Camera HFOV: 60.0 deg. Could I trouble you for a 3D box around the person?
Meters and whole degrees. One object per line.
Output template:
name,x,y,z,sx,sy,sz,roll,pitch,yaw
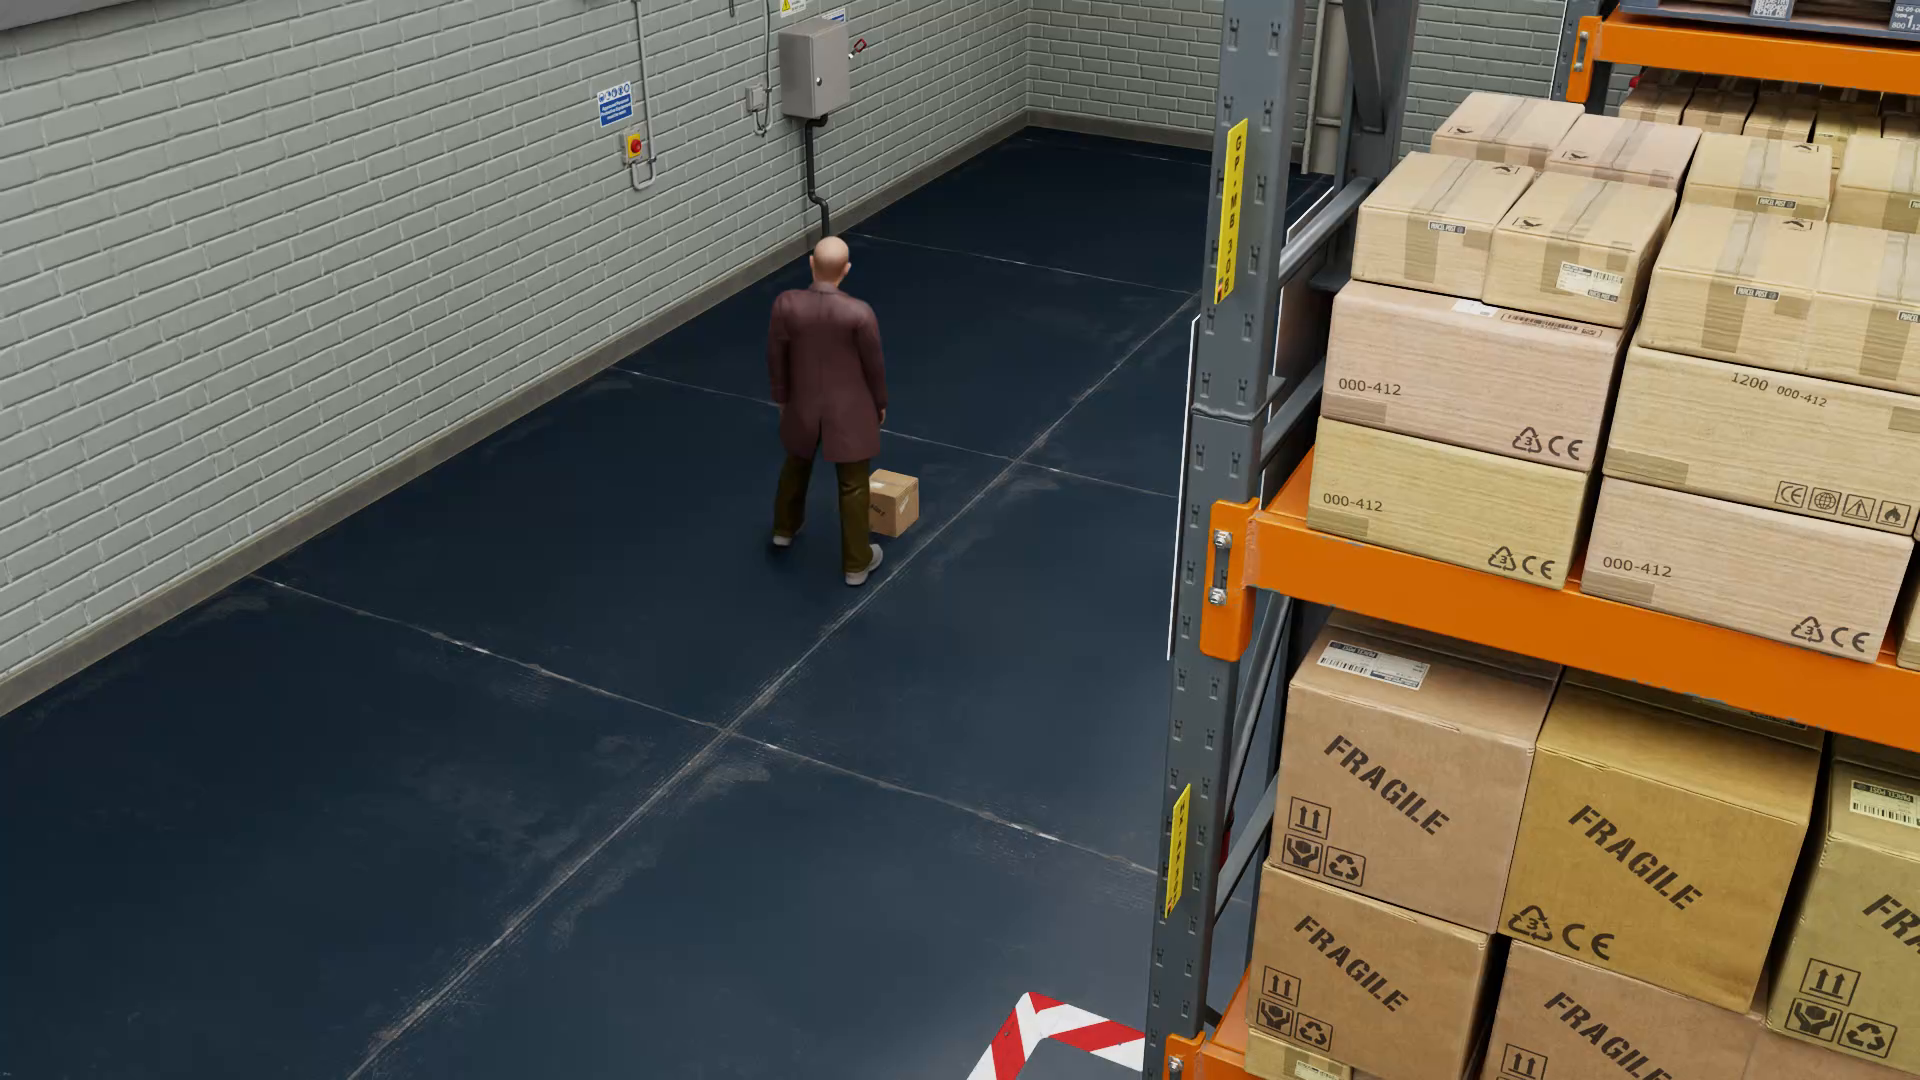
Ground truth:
person,-0.670,-0.692,8.342,0.695,1.771,0.563,9,31,16
